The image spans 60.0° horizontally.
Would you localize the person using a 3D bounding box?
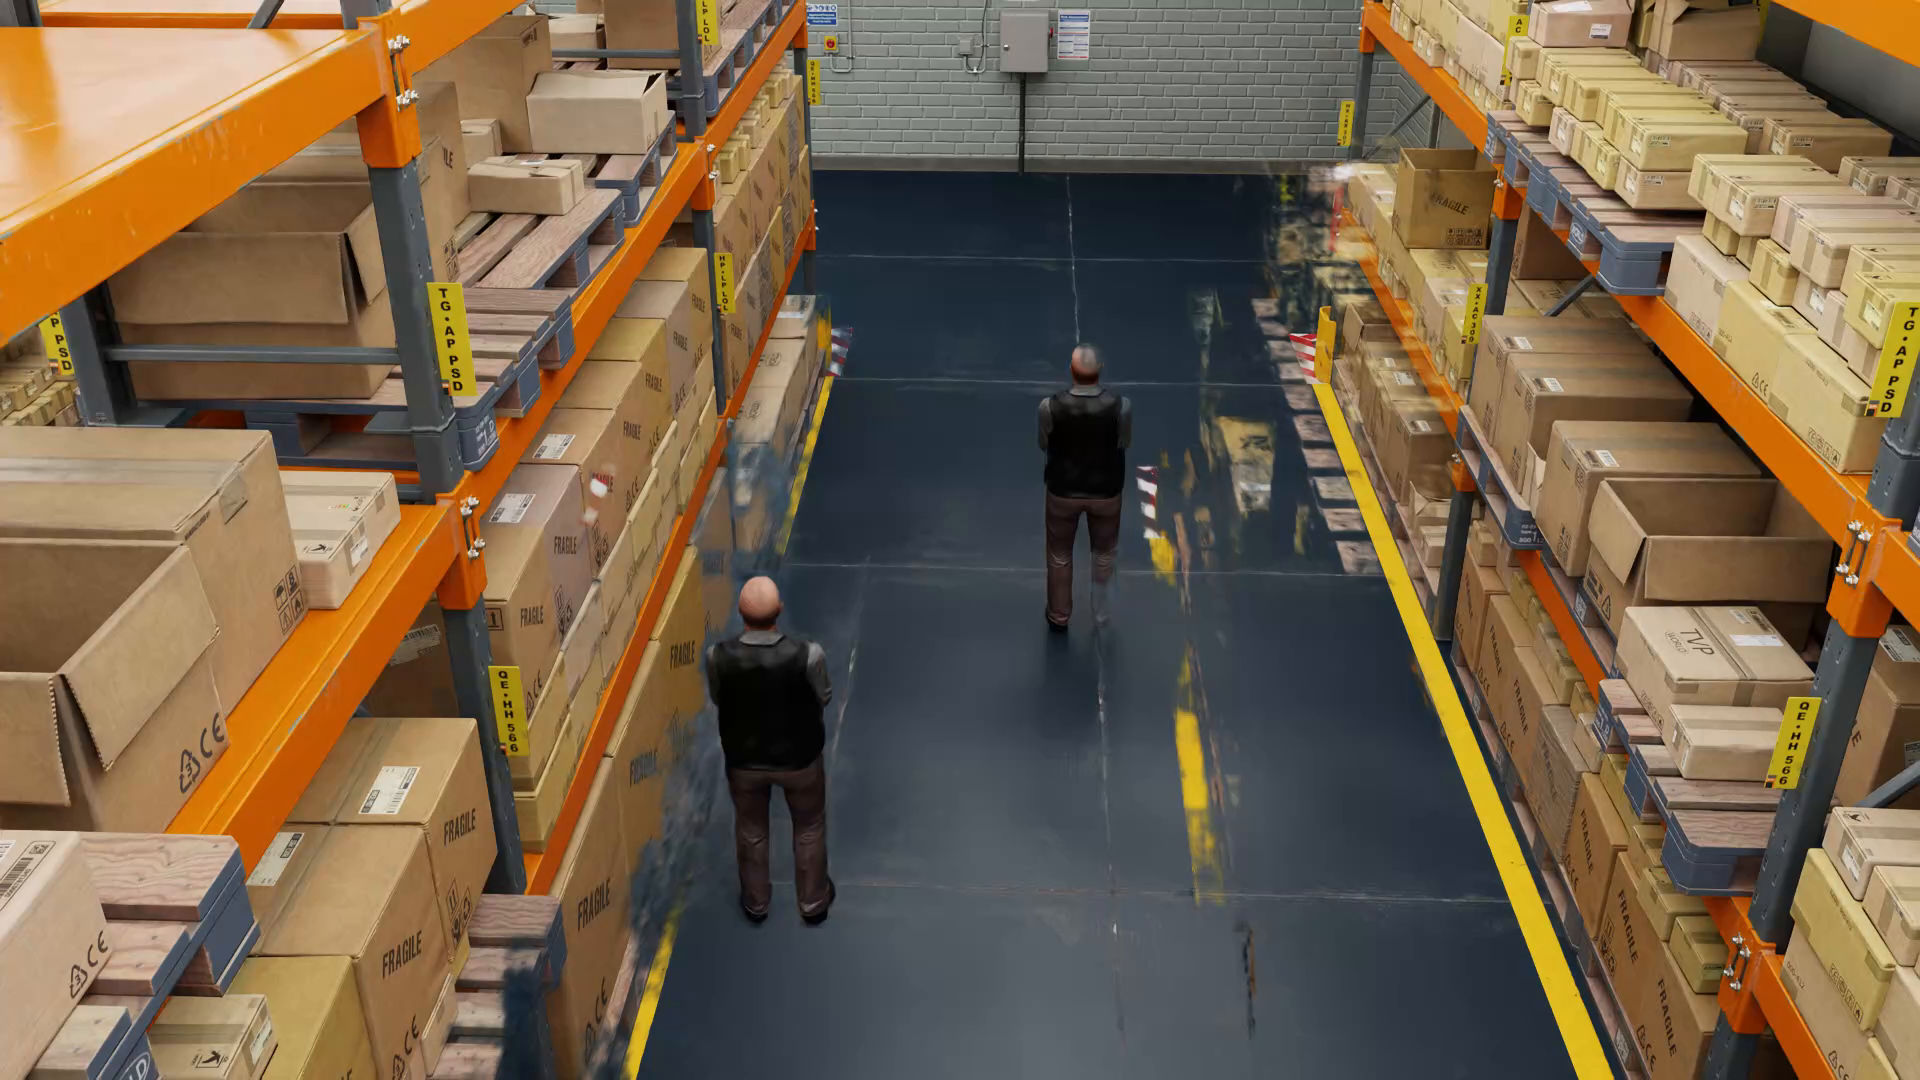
[{"bbox_3d":[0.679,-0.315,9.241,0.521,1.726,0.520,1,28,1],"label":"person"}]
